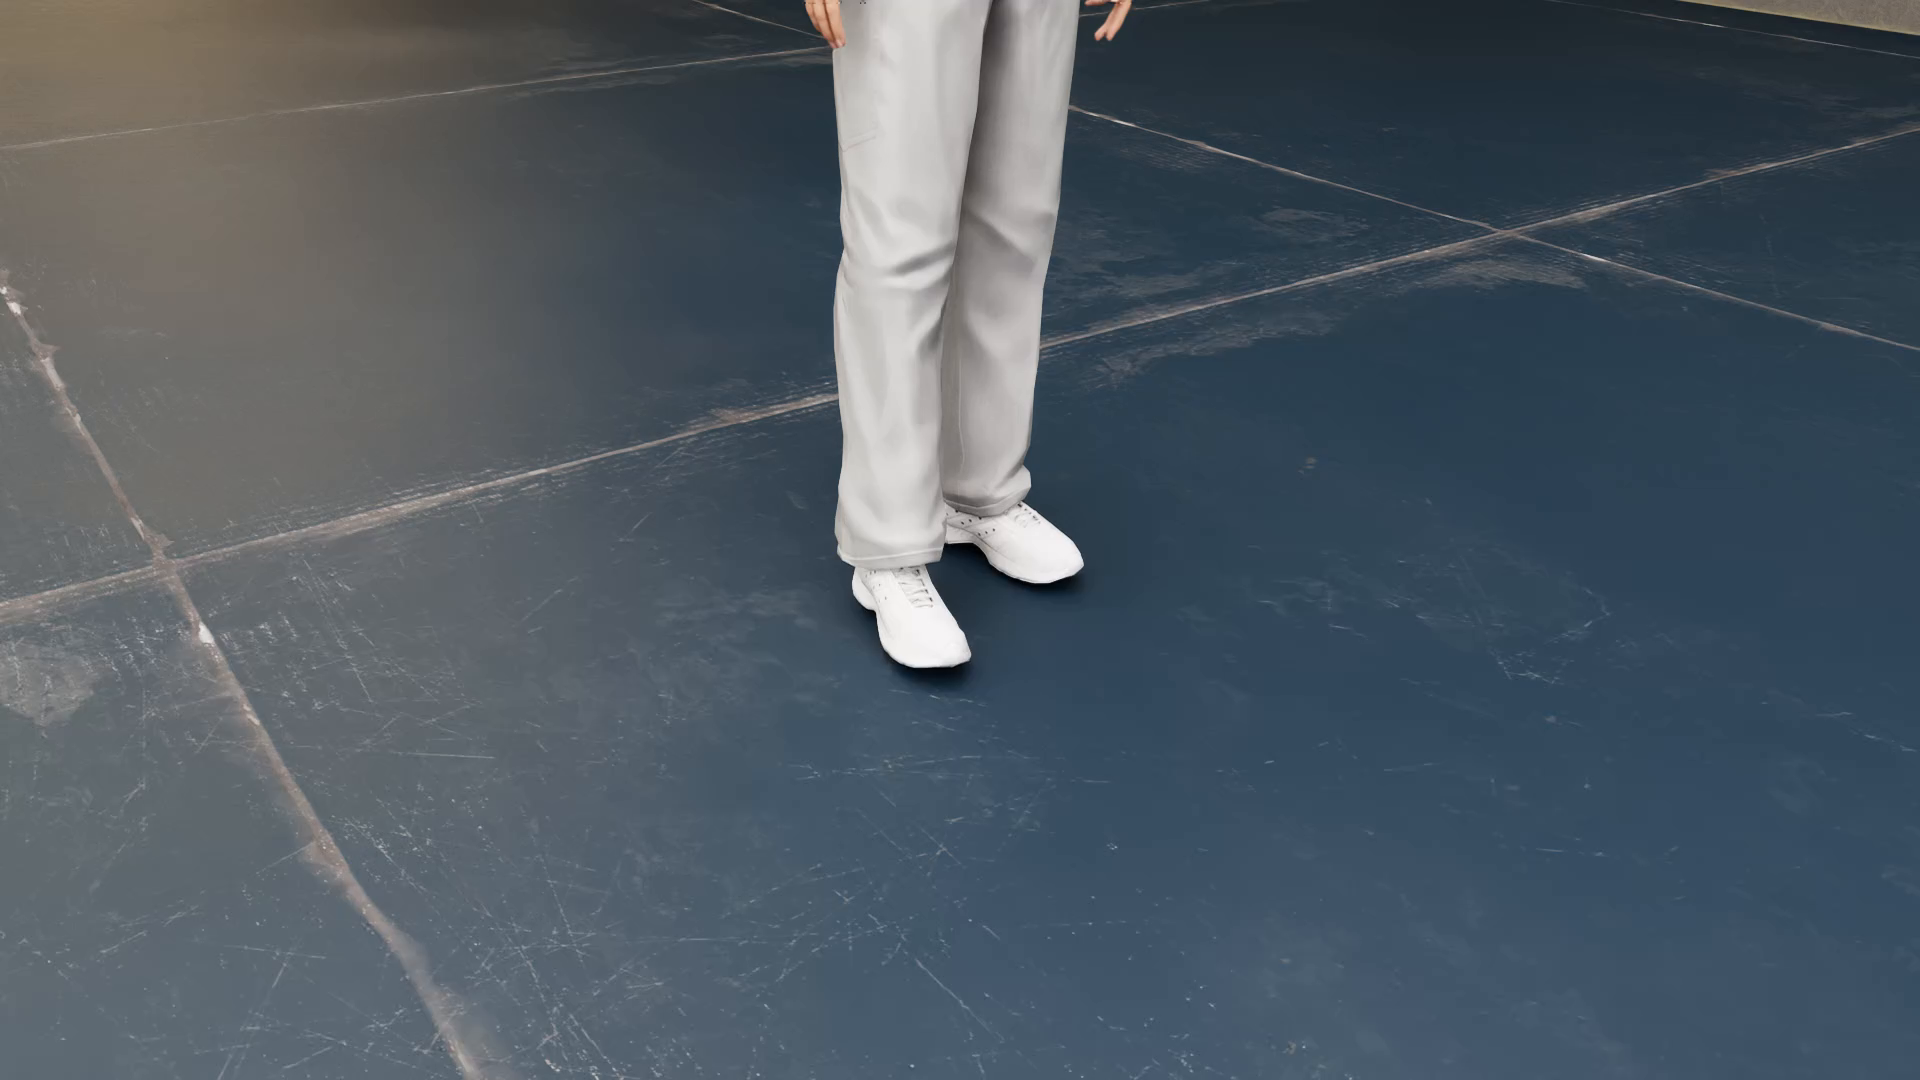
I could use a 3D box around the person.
[{"bbox_3d":[0.031,-0.725,2.060,0.549,1.675,0.549,-17,31,-31],"label":"person"}]
